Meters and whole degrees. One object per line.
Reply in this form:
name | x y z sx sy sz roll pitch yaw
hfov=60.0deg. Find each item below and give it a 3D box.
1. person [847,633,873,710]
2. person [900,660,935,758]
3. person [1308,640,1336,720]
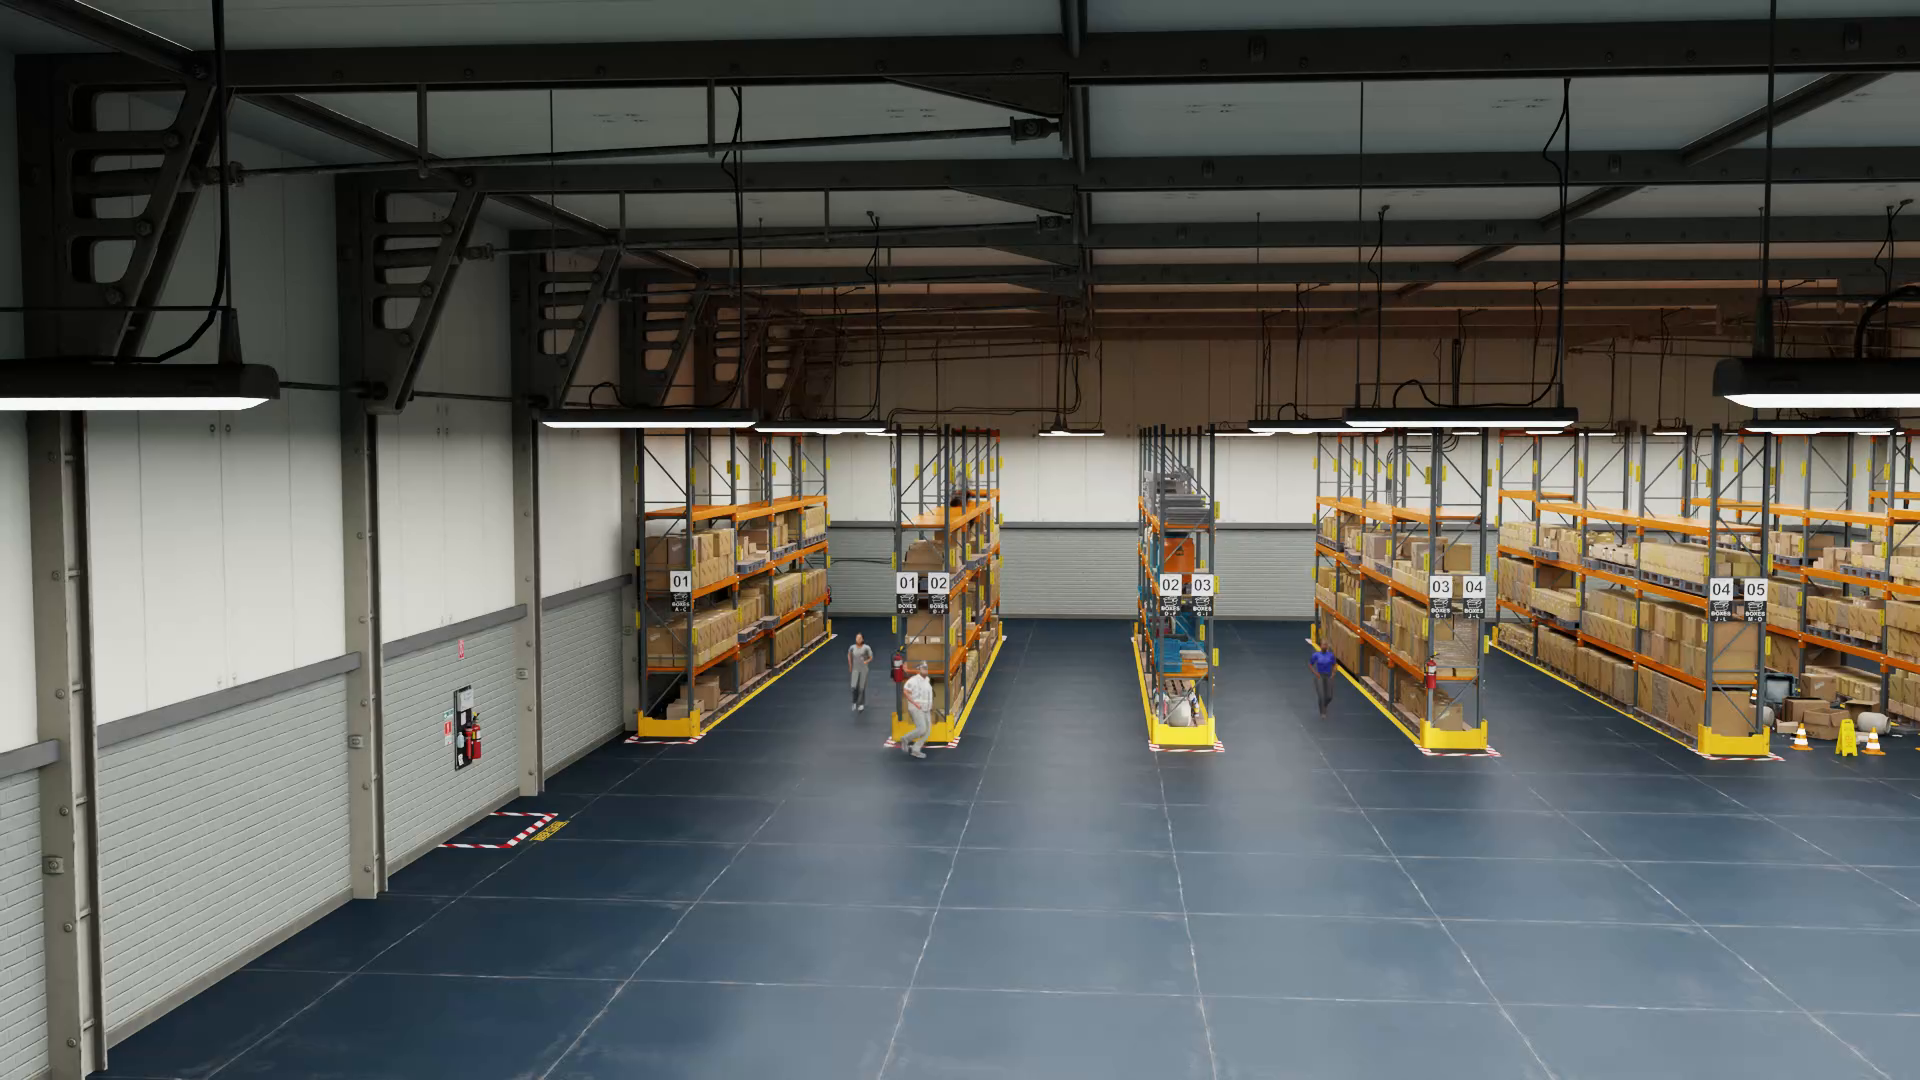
person | -2.104 2.764 34.925 0.569 1.647 0.642 0 3 3
person | -0.727 3.034 30.000 0.552 1.743 0.693 3 4 36
person | 7.424 2.848 34.061 0.584 1.627 0.557 0 3 1
